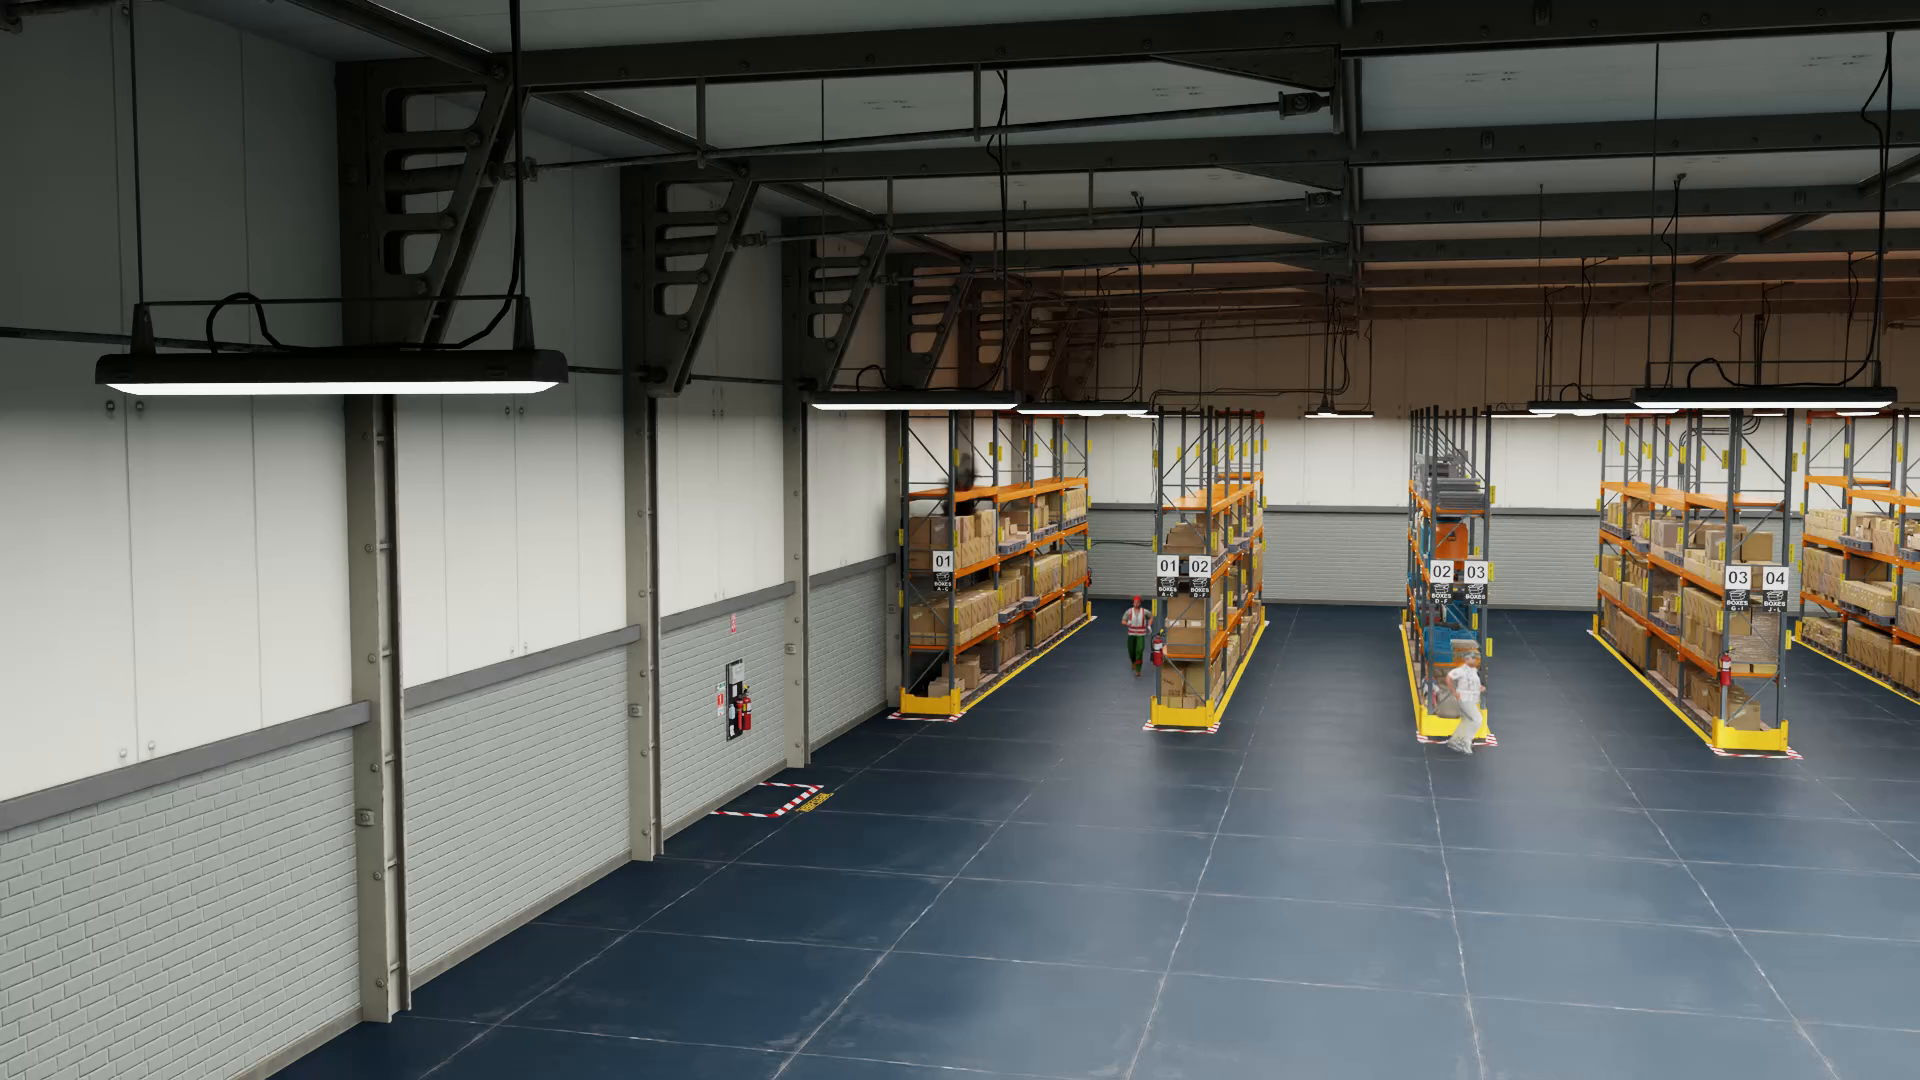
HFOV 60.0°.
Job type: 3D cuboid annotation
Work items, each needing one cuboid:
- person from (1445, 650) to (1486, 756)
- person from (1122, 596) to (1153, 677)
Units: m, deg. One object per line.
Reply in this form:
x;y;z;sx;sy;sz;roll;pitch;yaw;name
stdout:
8.775;2.793;28.718;0.637;1.794;0.678;3;5;36;person
3.963;2.134;37.297;0.668;1.764;0.998;1;4;12;person
